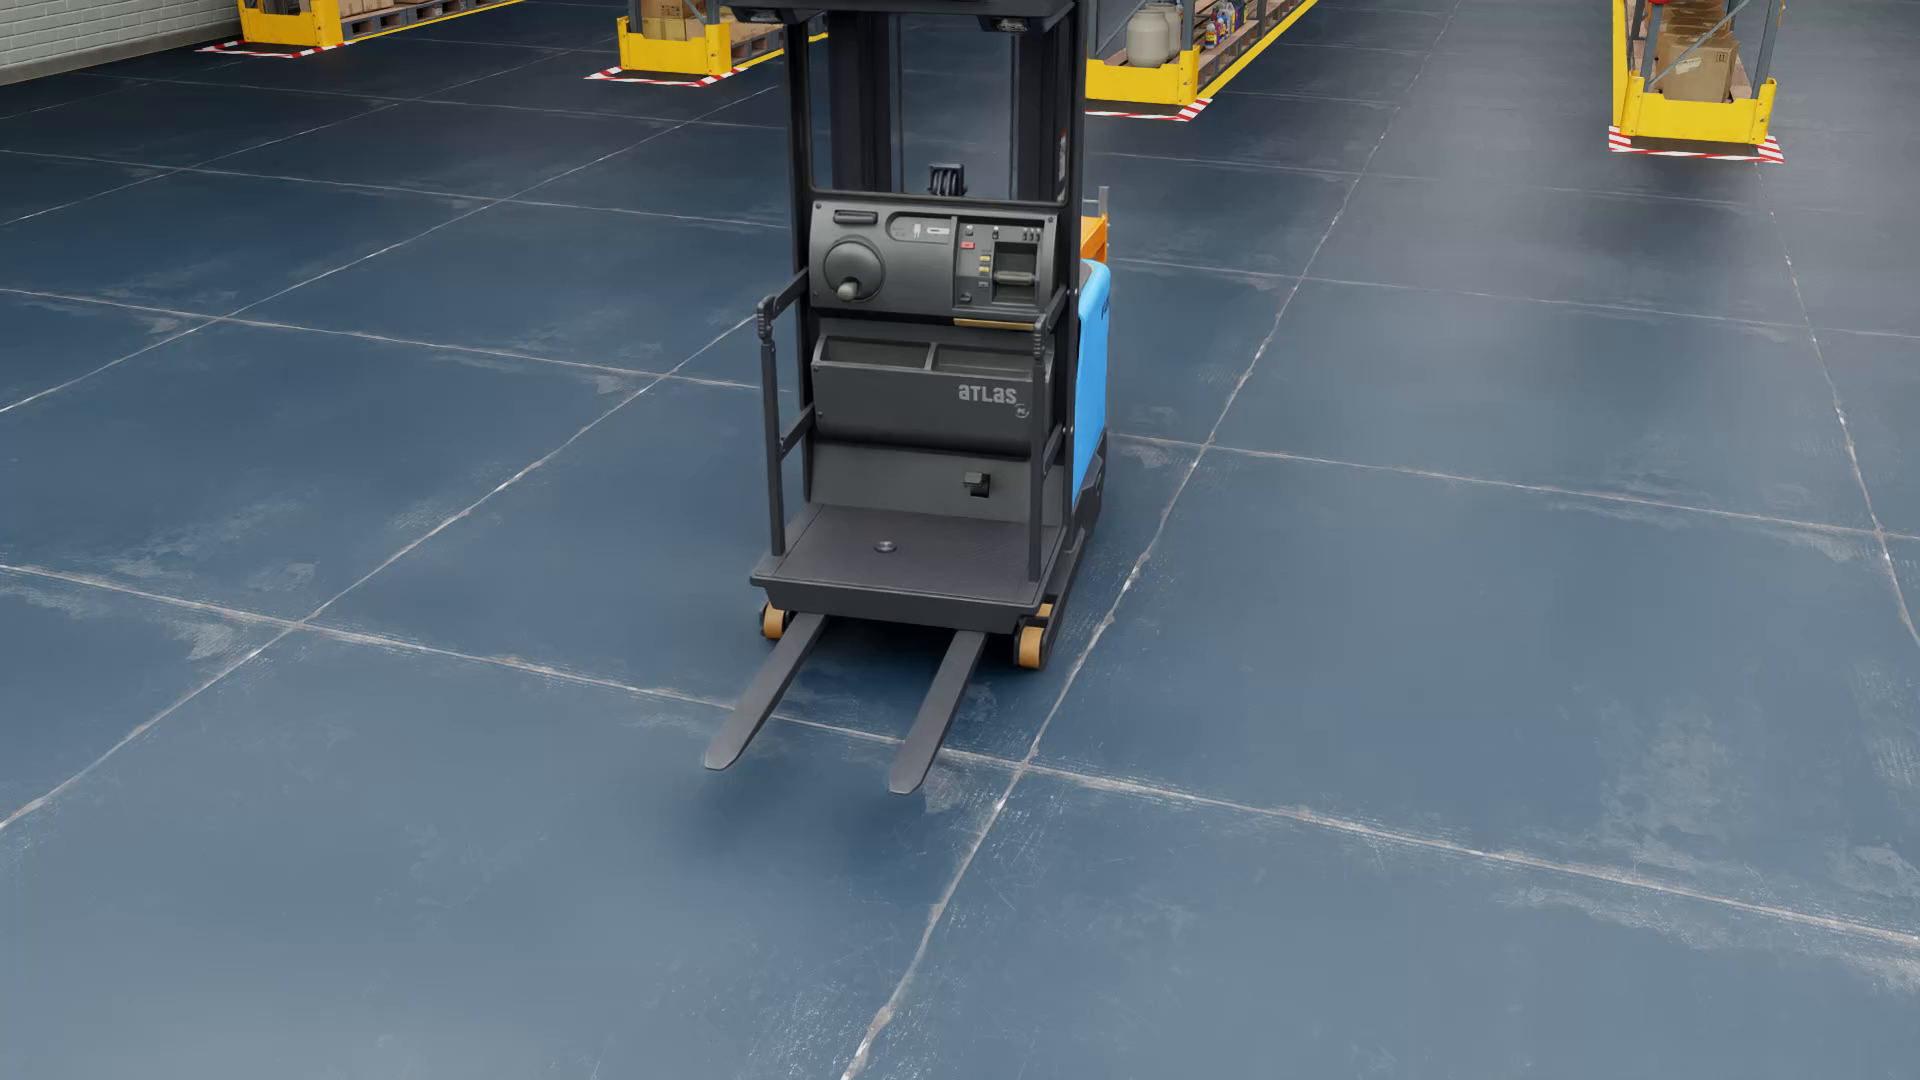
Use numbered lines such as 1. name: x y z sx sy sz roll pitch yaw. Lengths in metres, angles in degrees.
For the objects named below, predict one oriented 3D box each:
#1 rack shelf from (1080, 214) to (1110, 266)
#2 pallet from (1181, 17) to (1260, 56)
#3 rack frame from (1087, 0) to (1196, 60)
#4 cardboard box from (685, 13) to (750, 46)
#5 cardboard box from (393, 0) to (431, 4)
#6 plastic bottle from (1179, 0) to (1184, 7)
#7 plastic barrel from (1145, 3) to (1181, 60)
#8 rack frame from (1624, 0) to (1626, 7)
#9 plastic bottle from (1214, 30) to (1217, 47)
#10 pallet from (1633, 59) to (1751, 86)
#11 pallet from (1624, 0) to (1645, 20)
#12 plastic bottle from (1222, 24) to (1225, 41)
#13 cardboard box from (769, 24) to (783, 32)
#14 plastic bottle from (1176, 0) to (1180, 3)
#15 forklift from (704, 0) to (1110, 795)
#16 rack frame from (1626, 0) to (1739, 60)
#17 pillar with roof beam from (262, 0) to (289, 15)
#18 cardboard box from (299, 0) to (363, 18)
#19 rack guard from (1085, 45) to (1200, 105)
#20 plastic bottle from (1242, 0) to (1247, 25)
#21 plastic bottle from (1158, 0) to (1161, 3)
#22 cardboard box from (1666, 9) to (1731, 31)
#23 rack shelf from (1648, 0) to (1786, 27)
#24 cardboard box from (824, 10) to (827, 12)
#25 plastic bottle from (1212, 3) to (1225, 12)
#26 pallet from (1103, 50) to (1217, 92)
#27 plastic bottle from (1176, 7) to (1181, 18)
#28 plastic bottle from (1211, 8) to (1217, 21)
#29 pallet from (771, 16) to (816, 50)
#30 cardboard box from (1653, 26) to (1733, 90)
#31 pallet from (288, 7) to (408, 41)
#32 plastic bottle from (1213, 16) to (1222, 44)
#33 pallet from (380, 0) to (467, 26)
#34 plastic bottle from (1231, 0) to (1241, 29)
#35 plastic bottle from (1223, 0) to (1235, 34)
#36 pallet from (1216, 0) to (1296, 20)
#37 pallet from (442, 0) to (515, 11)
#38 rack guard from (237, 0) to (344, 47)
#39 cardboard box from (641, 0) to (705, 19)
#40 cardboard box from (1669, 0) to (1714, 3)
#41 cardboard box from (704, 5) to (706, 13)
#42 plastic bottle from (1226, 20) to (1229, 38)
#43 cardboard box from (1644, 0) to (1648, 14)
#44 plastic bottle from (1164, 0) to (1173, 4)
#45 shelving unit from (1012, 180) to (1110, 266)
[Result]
1. rack shelf: 0.357 -1.338 8.052 0.538 0.278 1.000 7 27 15
2. pallet: 2.770 -5.697 18.774 1.003 0.211 1.213 9 27 17
3. rack frame: 1.702 -5.578 15.328 1.000 3.000 0.127 9 27 17
4. cardboard box: -2.580 -5.437 17.711 0.500 0.250 0.500 9 27 17
5. cardboard box: -6.844 -6.887 20.396 0.700 0.500 0.500 7 27 14
6. plastic bottle: 2.509 -5.935 18.601 0.144 0.351 0.185 9 27 17
7. plastic barrel: 2.016 -5.135 16.786 0.421 0.512 0.421 0 26 0
8. rack frame: 9.035 -8.147 20.635 1.000 3.000 0.127 9 27 17
9. plastic bottle: 2.634 -5.259 17.376 0.097 0.201 0.097 0 26 0
10. pallet: 7.109 -4.464 16.228 1.003 0.211 1.213 9 27 17
11. pallet: 8.773 -6.571 20.580 1.003 0.211 1.213 9 27 17
12. plastic bottle: 2.779 -5.439 17.748 0.097 0.201 0.097 0 26 0
13. cardboard box: -2.250 -5.849 18.561 0.500 0.250 0.500 9 27 17
14. plastic bottle: 2.432 -5.990 18.799 0.152 0.276 0.135 10 27 19
15. forklift: -0.150 -1.011 5.975 1.130 2.935 3.031 6 26 11
16. rack frame: 7.704 -6.503 17.240 1.000 3.000 0.127 9 27 17
17. pillar with roof beam: -4.164 -9.504 16.552 9.100 9.000 0.400 9 27 17
18. cardboard box: -7.325 -6.274 19.346 0.500 0.311 0.500 6 26 12
19. rack guard: 1.683 -4.491 15.952 1.175 0.500 0.348 9 27 17
20. plastic bottle: 3.184 -5.952 18.712 0.061 0.283 0.133 10 28 20
21. plastic bottle: 2.169 -5.704 18.123 0.144 0.351 0.185 9 27 17
22. cardboard box: 7.217 -4.906 16.327 0.500 0.500 0.500 6 27 13
23. rack shelf: 7.038 -5.358 15.699 1.077 0.370 4.000 9 27 17
24. cardboard box: -1.761 -6.467 19.837 0.500 0.250 0.500 9 27 17
25. plastic bottle: 2.879 -5.820 18.448 0.152 0.276 0.135 9 27 17
26. pallet: 1.958 -4.694 16.703 1.003 0.211 1.213 9 27 17
27. plastic bottle: 2.317 -5.659 18.116 0.152 0.276 0.135 9 27 17
28. plastic bottle: 2.761 -5.628 18.044 0.061 0.283 0.133 9 27 17
29. pallet: -2.345 -5.863 19.116 1.003 0.211 1.213 9 27 17
30. cardboard box: 6.763 -4.428 15.341 0.500 0.500 0.500 17 30 31
31. pallet: -7.311 -6.120 19.647 1.003 0.211 1.213 9 27 17
32. plastic bottle: 2.713 -5.389 17.564 0.097 0.271 0.097 0 26 0
33. pallet: -6.904 -6.619 20.679 1.003 0.211 1.213 9 27 17
34. plastic bottle: 3.027 -5.842 18.409 0.144 0.351 0.185 7 27 15
35. plastic bottle: 2.919 -5.709 18.135 0.144 0.351 0.185 9 27 17
36. pallet: 3.662 -6.798 21.048 1.003 0.211 1.213 9 27 17
37. pallet: -6.499 -7.122 21.718 1.003 0.211 1.213 9 27 17
38. rack guard: -7.615 -5.921 18.905 1.175 0.500 0.348 9 27 17
39. cardboard box: -3.070 -5.850 17.704 0.500 0.500 0.500 9 27 17
40. cardboard box: 7.533 -5.409 17.366 0.500 0.500 0.500 8 27 16
41. cardboard box: -2.913 -5.720 18.295 0.500 0.250 0.500 9 27 17
42. plastic bottle: 2.848 -5.524 17.922 0.097 0.201 0.097 0 26 0
43. cardboard box: 8.291 -6.249 19.078 0.700 0.500 0.500 6 27 13
44. plastic bottle: 2.310 -5.878 18.484 0.144 0.351 0.185 8 27 15
45. shelving unit: 0.357 -1.075 8.180 0.538 1.125 1.048 7 27 15
